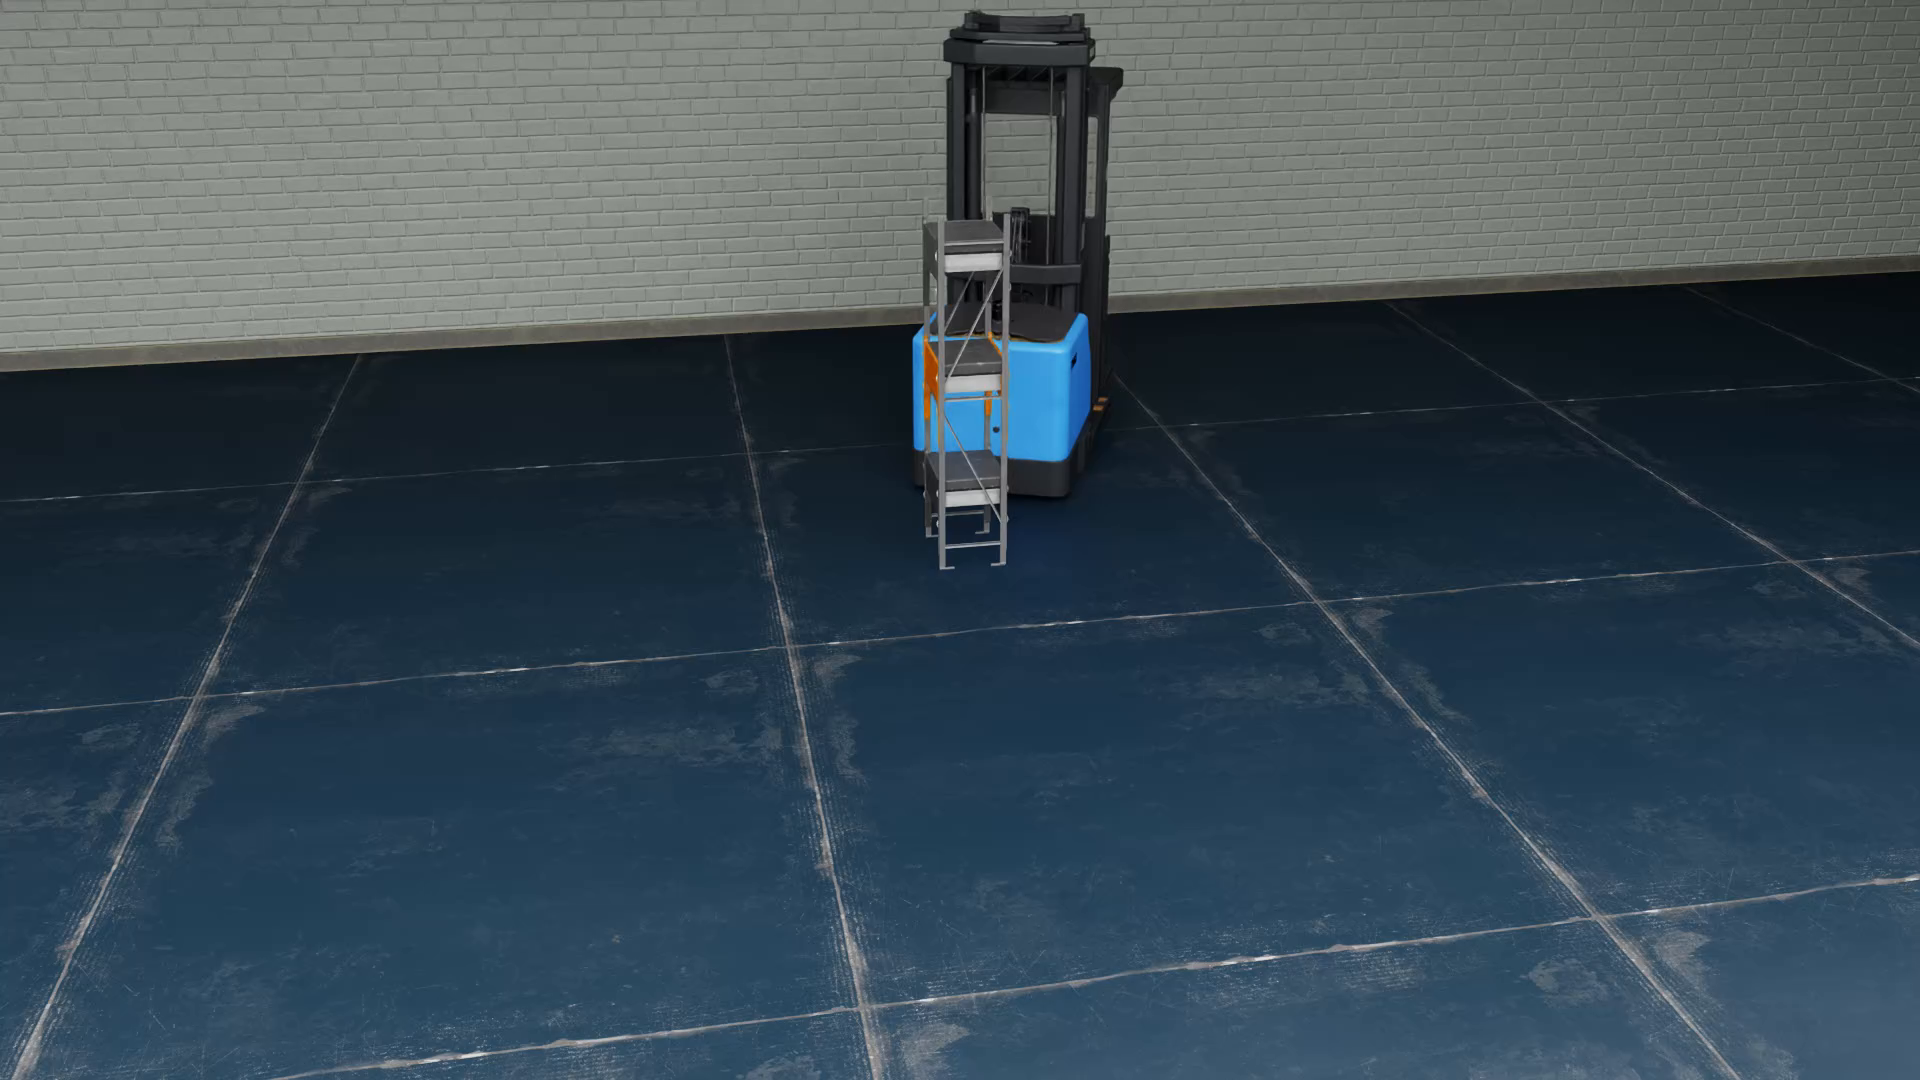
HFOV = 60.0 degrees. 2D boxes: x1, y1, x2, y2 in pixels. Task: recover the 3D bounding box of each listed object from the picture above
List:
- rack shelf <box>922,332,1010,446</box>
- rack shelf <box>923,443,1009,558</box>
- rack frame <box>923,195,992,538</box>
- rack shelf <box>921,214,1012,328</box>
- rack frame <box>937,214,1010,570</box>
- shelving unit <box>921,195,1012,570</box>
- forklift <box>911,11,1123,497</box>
[{"bbox_3d":[0.031,-0.885,9.686,0.431,0.518,0.480,-4,24,-10],"label":"rack shelf"},{"bbox_3d":[0.031,-0.243,9.966,0.431,0.518,0.480,-4,24,-10],"label":"rack shelf"},{"bbox_3d":[-0.015,-0.993,9.900,0.400,2.100,0.015,-4,24,-10],"label":"rack frame"},{"bbox_3d":[0.031,-1.526,9.406,0.431,0.518,0.480,-4,24,-10],"label":"rack shelf"},{"bbox_3d":[0.076,-0.801,9.461,0.400,2.100,0.015,-4,24,-10],"label":"rack frame"},{"bbox_3d":[0.031,-0.897,9.681,0.431,2.100,0.503,-4,24,-10],"label":"shelving unit"},{"bbox_3d":[0.503,-2.182,11.584,1.130,2.935,3.031,5,24,11],"label":"forklift"}]
